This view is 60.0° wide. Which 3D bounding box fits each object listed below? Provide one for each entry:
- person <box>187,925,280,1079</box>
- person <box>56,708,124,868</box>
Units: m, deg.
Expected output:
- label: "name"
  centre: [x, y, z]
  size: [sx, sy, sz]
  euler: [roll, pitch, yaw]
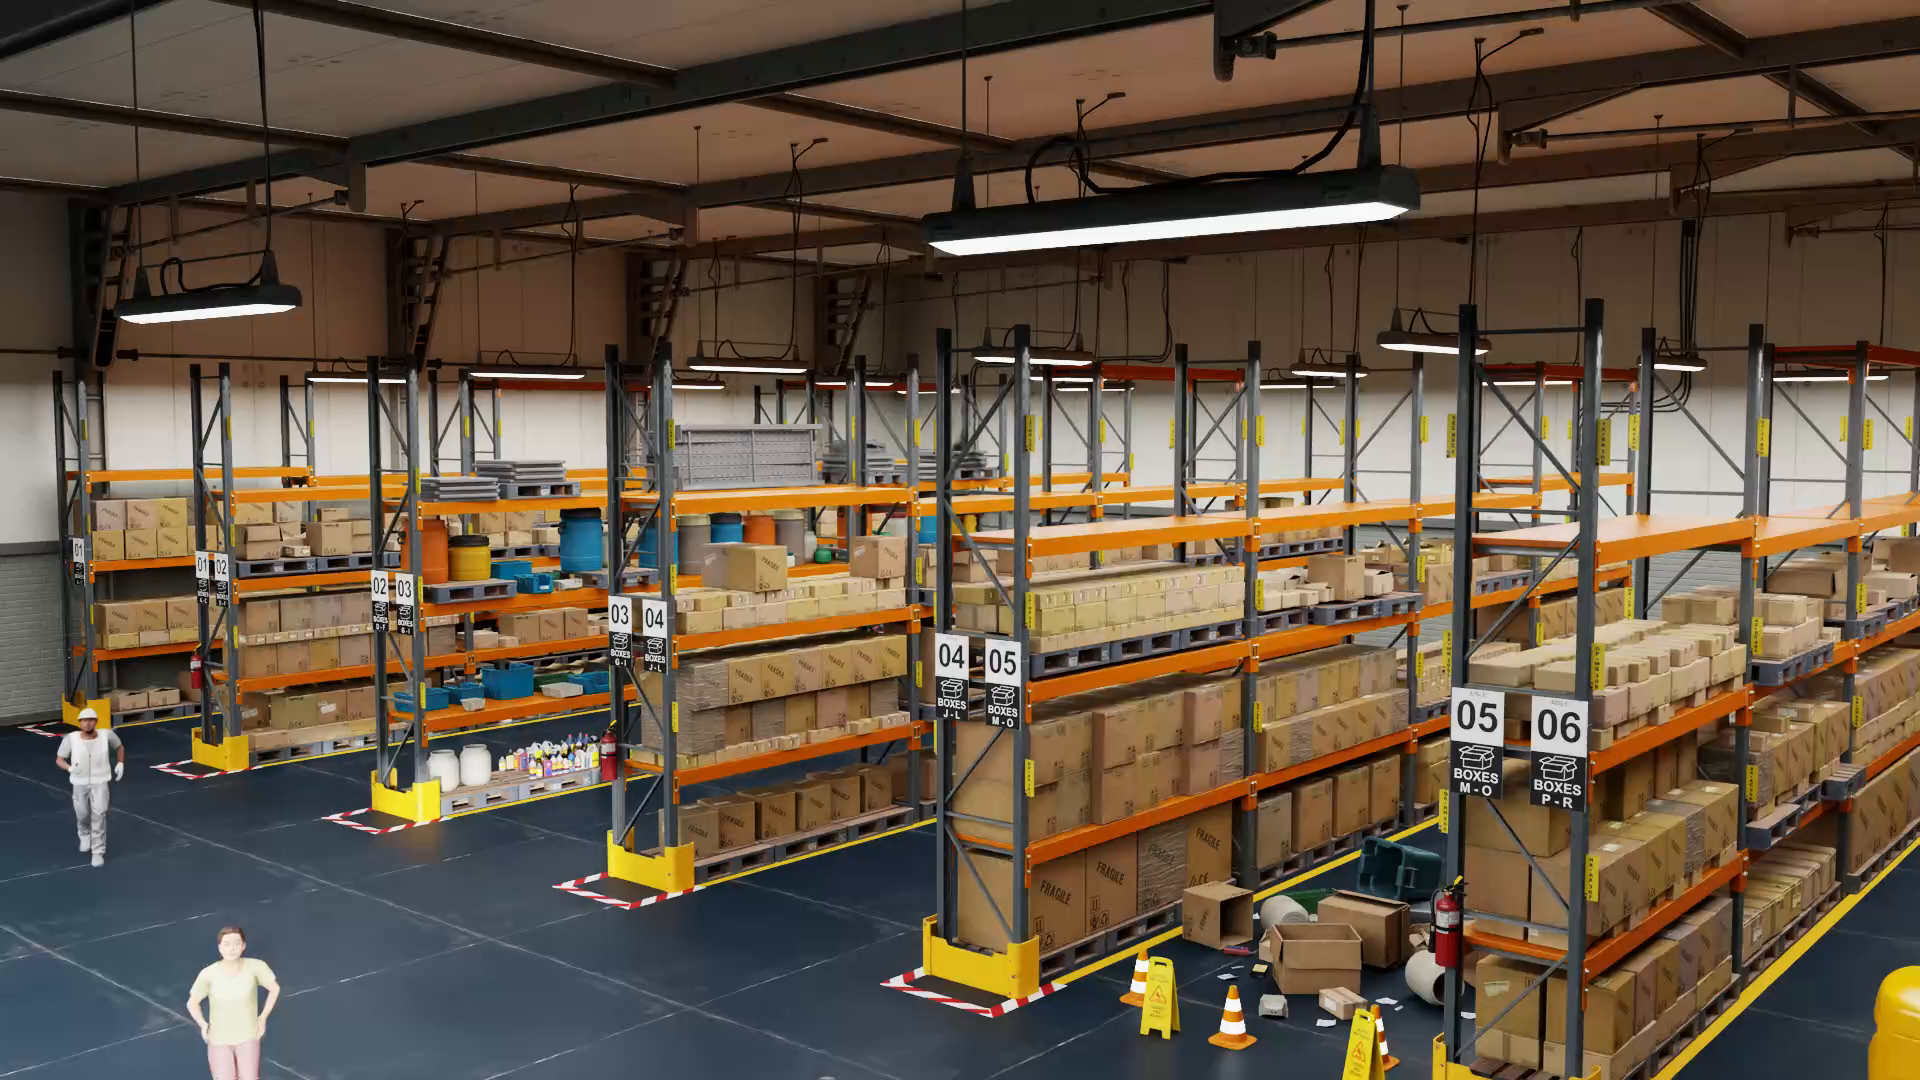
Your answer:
- label: "person"
  centre: [-5.088, 3.509, 11.663]
  size: [0.602, 1.628, 0.496]
  euler: [-2, 4, -22]
- label: "person"
  centre: [-10.191, 2.859, 19.504]
  size: [0.709, 1.804, 0.877]
  euler: [-2, 5, -25]
